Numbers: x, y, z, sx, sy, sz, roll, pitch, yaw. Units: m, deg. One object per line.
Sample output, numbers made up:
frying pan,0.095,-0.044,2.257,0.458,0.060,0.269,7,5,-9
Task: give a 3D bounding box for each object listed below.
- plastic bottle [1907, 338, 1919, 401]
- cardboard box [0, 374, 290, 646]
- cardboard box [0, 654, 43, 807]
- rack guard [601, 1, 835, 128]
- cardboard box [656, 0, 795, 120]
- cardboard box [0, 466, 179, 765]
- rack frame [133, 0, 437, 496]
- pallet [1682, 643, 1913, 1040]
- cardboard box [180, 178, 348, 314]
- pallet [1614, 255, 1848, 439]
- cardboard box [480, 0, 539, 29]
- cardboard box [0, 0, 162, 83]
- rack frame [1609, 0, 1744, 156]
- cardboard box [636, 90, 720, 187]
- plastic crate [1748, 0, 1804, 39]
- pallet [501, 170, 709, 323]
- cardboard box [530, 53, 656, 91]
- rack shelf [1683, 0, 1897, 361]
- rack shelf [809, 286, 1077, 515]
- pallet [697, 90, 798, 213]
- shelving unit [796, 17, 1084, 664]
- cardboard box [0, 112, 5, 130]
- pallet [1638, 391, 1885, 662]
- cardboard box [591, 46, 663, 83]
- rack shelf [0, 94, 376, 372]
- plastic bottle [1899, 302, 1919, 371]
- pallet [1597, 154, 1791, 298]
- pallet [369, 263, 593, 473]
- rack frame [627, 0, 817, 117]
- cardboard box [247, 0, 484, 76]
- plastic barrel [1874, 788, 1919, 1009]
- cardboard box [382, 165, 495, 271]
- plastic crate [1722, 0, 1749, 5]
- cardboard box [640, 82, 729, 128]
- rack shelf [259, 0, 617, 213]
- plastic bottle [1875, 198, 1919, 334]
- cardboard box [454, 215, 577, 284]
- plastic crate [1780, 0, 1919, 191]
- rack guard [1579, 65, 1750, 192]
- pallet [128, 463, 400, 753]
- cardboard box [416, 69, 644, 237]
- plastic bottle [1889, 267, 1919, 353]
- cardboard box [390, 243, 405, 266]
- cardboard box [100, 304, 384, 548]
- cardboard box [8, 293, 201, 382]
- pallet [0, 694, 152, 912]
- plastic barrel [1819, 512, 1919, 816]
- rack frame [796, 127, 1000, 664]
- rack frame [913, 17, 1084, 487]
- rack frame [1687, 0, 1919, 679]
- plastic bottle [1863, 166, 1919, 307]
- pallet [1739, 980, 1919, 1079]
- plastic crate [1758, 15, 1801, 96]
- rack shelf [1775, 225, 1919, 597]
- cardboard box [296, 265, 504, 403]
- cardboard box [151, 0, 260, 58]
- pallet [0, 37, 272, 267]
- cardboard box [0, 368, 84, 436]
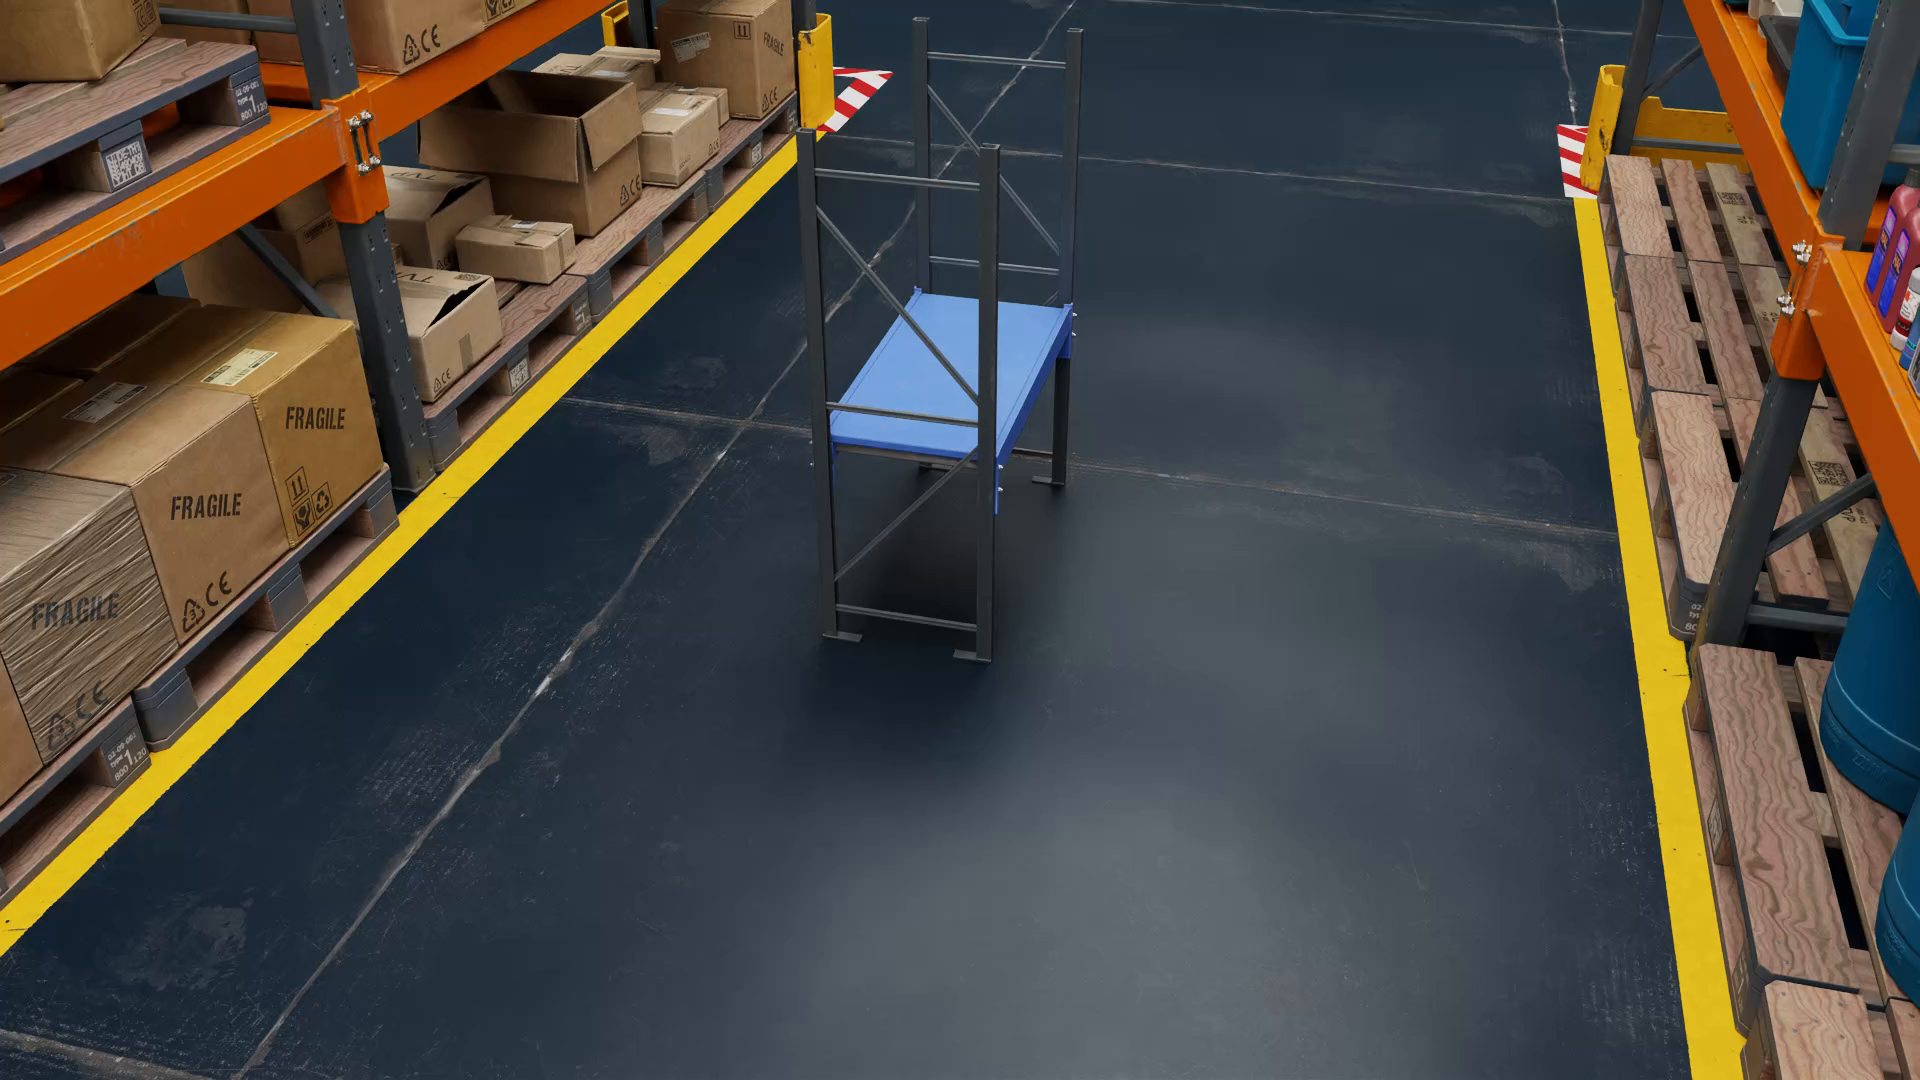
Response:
plastic bottle,1.958,-0.404,3.205,0.152,0.276,0.135,8,33,12
cardboard box,-2.235,-0.091,4.517,0.500,0.500,0.500,8,33,13
cardboard box,-2.490,0.433,3.692,0.500,0.500,0.500,7,33,11
rack guard,-1.258,-2.492,8.704,1.175,0.500,0.348,8,33,12
cardboard box,-1.138,-2.401,8.152,0.500,0.500,0.500,8,33,12
cardboard box,-2.363,0.169,4.108,0.500,0.500,0.500,8,33,13
rack frame,-2.254,-1.511,4.830,1.000,3.000,0.127,8,33,12
pallet,2.301,0.737,3.894,1.003,0.211,1.213,8,33,12
cardboard box,-2.383,-0.976,5.909,0.500,0.500,0.500,8,33,12
pallet,2.993,-0.680,6.122,1.003,0.211,1.213,8,33,12
cardboard box,-1.734,-2.046,5.580,0.500,0.500,0.500,9,33,13
cardboard box,-2.590,-1.515,4.352,0.700,0.500,0.500,-3,33,-4
rack frame,3.552,-2.910,7.032,1.000,3.000,0.127,8,33,12
cardboard box,-1.408,-1.807,7.450,0.500,0.250,0.500,8,33,12
plastic crate,2.688,-1.693,5.307,0.293,0.136,0.466,8,33,12
pallet,-1.771,-1.325,7.138,1.003,0.211,1.213,8,33,12
cardboard box,-1.778,-2.109,7.924,0.500,0.250,0.500,8,33,12
rack shelf,3.044,-1.569,5.592,1.077,0.370,4.000,8,33,12
rack shelf,-0.022,-0.437,4.875,0.538,0.185,1.000,8,33,12
pallet,-1.459,-1.956,8.131,1.003,0.211,1.213,8,33,12
shelving unit,-0.022,-0.589,4.778,0.538,1.500,1.048,8,33,12
cardboard box,-2.703,-1.149,3.777,0.700,0.500,0.500,13,35,20
pallet,2.686,-0.044,5.123,1.003,0.211,1.213,8,33,12
cardboard box,-1.677,-2.398,8.474,0.380,0.149,0.250,8,33,12
rack shelf,-2.761,-0.169,3.391,1.077,0.370,4.000,8,33,12
plastic bottle,1.961,-0.466,3.307,0.097,0.271,0.097,0,32,0
pallet,3.305,-1.311,7.115,1.003,0.211,1.213,8,33,12
pallet,-2.078,-0.690,6.139,1.003,0.211,1.213,8,33,12
rack frame,-1.238,-3.586,8.096,1.000,3.000,0.127,8,33,12
cardboard box,-1.861,-1.780,5.161,0.500,0.500,0.500,9,34,14
plastic barrel,2.203,0.521,3.198,0.600,0.901,0.708,8,33,12
cardboard box,-2.193,-1.285,6.572,0.500,0.311,0.500,8,33,12
plastic crate,2.760,-1.942,5.610,0.416,0.233,0.300,8,33,12
cardboard box,-1.328,-2.063,7.930,0.380,0.166,0.250,8,33,12
rack shelf,-1.746,-2.245,6.656,1.077,0.370,4.000,8,33,12
plastic bottle,1.997,-0.584,3.481,0.061,0.283,0.133,8,33,12
cardboard box,-1.728,-1.139,6.477,0.380,0.166,0.250,8,33,12
plastic crate,2.325,-1.142,4.209,0.392,0.384,0.575,8,33,12
rack guard,3.545,-1.869,7.725,1.175,0.500,0.348,8,33,12
pallet,-2.423,0.093,4.906,1.003,0.211,1.213,8,33,12
cardboard box,-1.782,-1.618,6.917,0.797,0.503,0.637,8,33,12
plastic bottle,1.986,-0.487,3.405,0.097,0.201,0.097,0,32,0
cardboard box,-2.346,-1.030,6.322,0.380,0.149,0.250,8,33,12
cardboard box,-2.102,-0.346,4.919,0.500,0.500,0.500,8,33,12
cardboard box,-2.612,-0.424,5.040,0.500,0.500,0.500,7,33,10
pallet,-2.731,0.728,3.907,1.003,0.211,1.213,8,33,12
plastic barrel,2.382,0.154,3.776,0.600,0.901,0.708,8,33,12
rack frame,-0.151,-0.325,4.363,0.500,1.500,0.032,8,33,12
rack frame,0.107,-0.852,5.193,0.500,1.500,0.032,8,33,12
rack frame,2.537,-0.834,3.767,1.000,3.000,0.127,8,33,12
plastic bottle,2.031,-0.653,3.590,0.061,0.283,0.133,8,33,12
pallet,1.993,1.372,2.895,1.003,0.211,1.213,8,33,12
plastic crate,2.561,-1.361,4.795,0.437,0.125,0.590,8,33,12
rack shelf,2.029,0.507,2.327,1.077,0.370,4.000,8,33,12
cardboard box,-1.938,-0.750,5.730,0.500,0.311,0.500,8,33,12
cardboard box,-2.375,-1.847,5.267,0.500,0.500,0.500,9,33,13
pallet,-2.562,-1.030,4.253,1.003,0.211,1.213,8,33,12
cardboard box,-2.737,-0.145,4.603,0.500,0.500,0.500,8,33,13
